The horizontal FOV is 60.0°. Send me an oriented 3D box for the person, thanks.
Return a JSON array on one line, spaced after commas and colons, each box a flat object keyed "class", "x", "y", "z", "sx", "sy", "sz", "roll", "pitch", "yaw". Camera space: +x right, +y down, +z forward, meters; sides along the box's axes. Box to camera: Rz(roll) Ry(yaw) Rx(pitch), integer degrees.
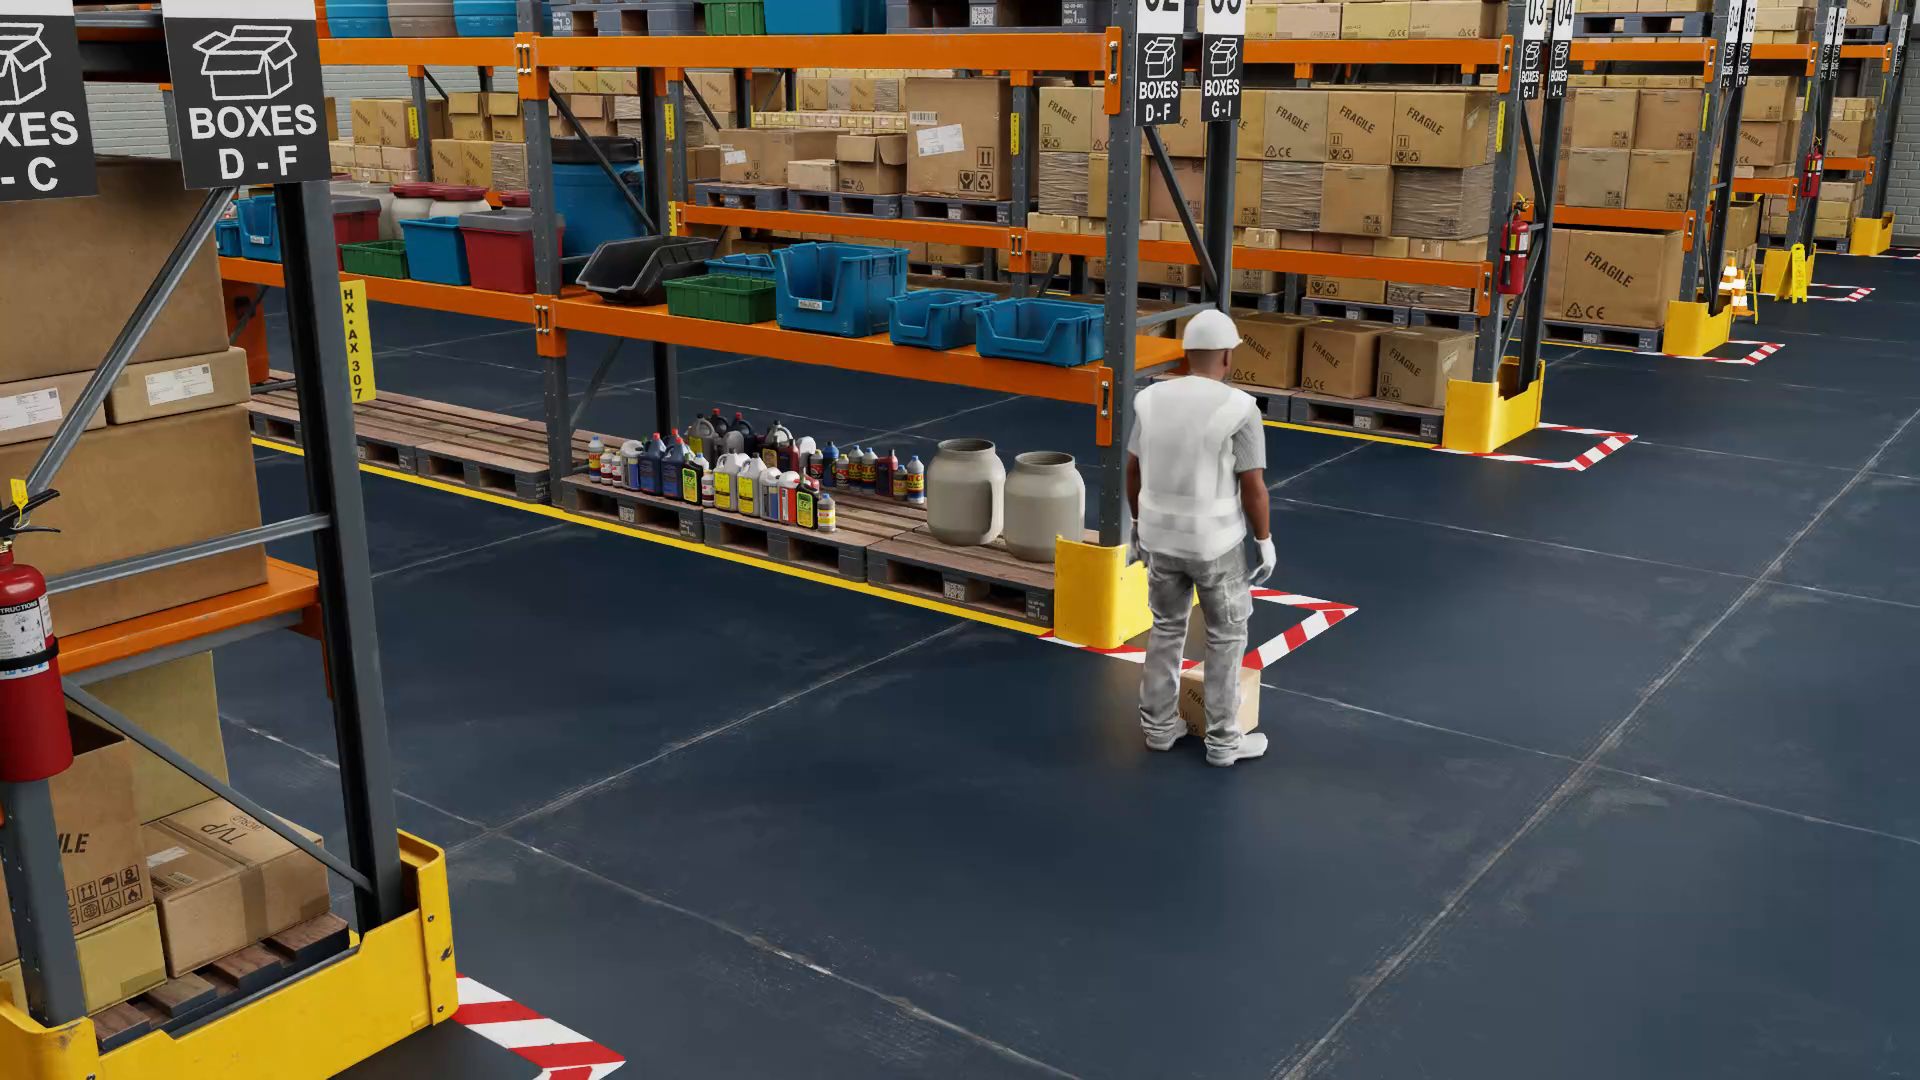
[{"class": "person", "x": 0.942, "y": -0.009, "z": 6.547, "sx": 0.629, "sy": 1.774, "sz": 0.452, "roll": 12, "pitch": 20, "yaw": 36}]
